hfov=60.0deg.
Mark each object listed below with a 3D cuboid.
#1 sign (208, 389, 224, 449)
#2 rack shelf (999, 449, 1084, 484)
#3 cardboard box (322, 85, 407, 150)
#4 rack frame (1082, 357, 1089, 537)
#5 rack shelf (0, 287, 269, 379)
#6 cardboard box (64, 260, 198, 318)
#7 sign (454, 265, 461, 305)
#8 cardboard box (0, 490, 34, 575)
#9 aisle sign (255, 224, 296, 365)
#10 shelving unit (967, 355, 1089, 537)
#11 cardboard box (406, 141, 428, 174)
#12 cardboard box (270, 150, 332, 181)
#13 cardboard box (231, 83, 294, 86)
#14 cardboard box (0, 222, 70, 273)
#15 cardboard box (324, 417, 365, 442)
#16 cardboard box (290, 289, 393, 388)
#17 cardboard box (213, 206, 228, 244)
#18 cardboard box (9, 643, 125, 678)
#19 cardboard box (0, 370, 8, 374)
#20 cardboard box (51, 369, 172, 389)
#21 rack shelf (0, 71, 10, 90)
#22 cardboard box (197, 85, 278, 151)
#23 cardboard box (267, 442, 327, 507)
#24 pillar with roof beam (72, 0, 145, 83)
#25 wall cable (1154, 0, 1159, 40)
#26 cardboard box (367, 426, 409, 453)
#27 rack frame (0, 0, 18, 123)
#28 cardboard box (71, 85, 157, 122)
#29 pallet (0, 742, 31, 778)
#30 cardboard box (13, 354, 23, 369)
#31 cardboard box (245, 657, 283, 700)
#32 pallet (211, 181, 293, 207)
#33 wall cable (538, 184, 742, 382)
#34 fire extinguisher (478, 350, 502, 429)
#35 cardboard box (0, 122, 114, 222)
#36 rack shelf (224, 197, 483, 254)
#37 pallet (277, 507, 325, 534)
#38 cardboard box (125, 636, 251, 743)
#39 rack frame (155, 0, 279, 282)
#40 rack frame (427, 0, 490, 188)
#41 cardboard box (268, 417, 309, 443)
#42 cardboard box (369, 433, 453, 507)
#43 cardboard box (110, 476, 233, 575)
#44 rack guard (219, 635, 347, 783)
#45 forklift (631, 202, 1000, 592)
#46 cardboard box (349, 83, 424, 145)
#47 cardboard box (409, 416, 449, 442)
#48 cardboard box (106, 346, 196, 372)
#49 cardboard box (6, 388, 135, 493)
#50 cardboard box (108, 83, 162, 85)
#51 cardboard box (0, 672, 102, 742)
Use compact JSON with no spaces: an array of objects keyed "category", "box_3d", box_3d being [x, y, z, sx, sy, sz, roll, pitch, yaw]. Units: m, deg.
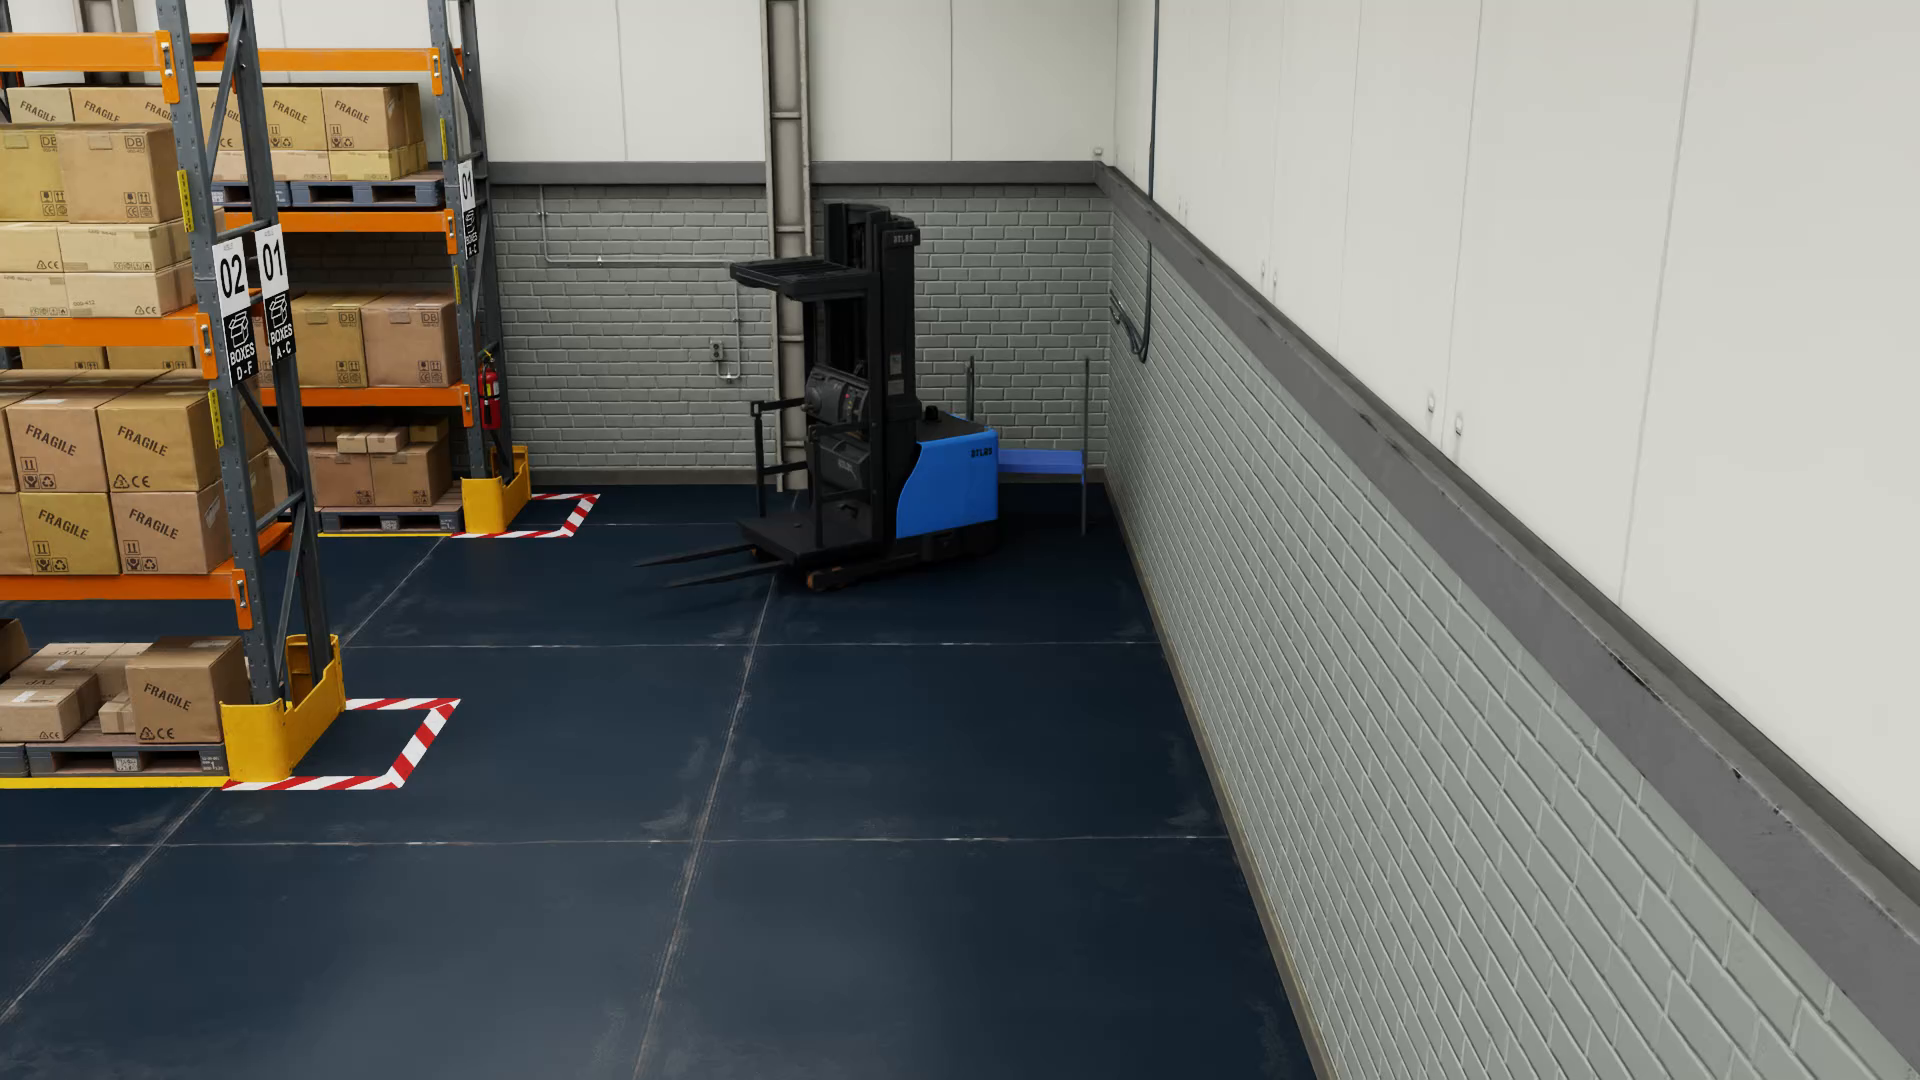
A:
[{"category":"sign","box_3d":[-4.181,-0.682,9.349,0.005,0.325,0.100,0,18,-1]},{"category":"rack shelf","box_3d":[0.598,-0.662,14.743,1.000,0.185,0.538,1,18,4]},{"category":"cardboard box","box_3d":[-4.979,-3.537,13.919,0.500,0.500,0.500,0,18,-1]},{"category":"rack frame","box_3d":[1.105,-0.821,14.653,0.032,1.500,0.500,1,18,4]},{"category":"rack shelf","box_3d":[-6.169,-1.225,9.724,4.000,0.370,1.077,0,18,-1]},{"category":"cardboard box","box_3d":[-4.679,-1.423,9.408,0.500,0.250,0.500,0,18,-1]},{"category":"sign","box_3d":[-4.257,-2.161,14.089,0.005,0.325,0.100,0,18,-1]},{"category":"cardboard box","box_3d":[-5.631,-0.107,9.808,0.500,0.500,0.500,0,18,0]},{"category":"aisle sign","box_3d":[-4.106,-1.477,9.986,0.004,0.787,0.394,0,18,-1]},{"category":"shelving unit","box_3d":[0.598,-0.833,14.689,1.048,1.500,0.538,1,18,4]},{"category":"cardboard box","box_3d":[-4.985,-3.338,14.527,0.500,0.250,0.500,1,18,2]},{"category":"cardboard box","box_3d":[-5.500,-3.179,14.031,0.500,0.250,0.500,-1,18,-3]},{"category":"cardboard box","box_3d":[-6.018,-3.691,14.399,0.500,0.500,0.500,0,18,-1]},{"category":"cardboard box","box_3d":[-5.179,-1.661,9.332,0.500,0.250,0.500,0,18,-1]},{"category":"cardboard box","box_3d":[-5.585,-1.005,15.112,0.250,0.149,0.380,0,18,0]},{"category":"cardboard box","box_3d":[-5.489,-1.793,14.734,0.700,0.700,0.980,0,18,-1]},{"category":"cardboard box","box_3d":[-4.687,-1.821,9.831,0.500,0.250,0.500,0,18,-1]},{"category":"cardboard box","box_3d":[-5.718,0.871,10.702,0.500,0.250,0.500,0,18,-1]},{"category":"cardboard box","box_3d":[-6.148,-0.743,10.152,0.500,0.500,0.500,0,18,-1]},{"category":"cardboard box","box_3d":[-5.140,-0.747,10.164,0.500,0.500,0.500,0,18,0]},{"category":"rack shelf","box_3d":[-10.251,-3.957,13.983,4.000,0.370,1.077,0,18,-1]},{"category":"cardboard box","box_3d":[-6.001,-3.533,13.906,0.500,0.500,0.500,-1,18,-3]},{"category":"cardboard box","box_3d":[-5.953,-0.633,15.015,0.500,0.500,0.700,-1,18,-3]},{"category":"pillar with roof beam","box_3d":[-7.497,-3.452,10.578,0.400,9.000,9.100,0,18,-1]},{"category":"wall cable","box_3d":[1.452,-4.537,10.774,0.112,2.526,3.097,0,18,-1]},{"category":"cardboard box","box_3d":[-5.075,-0.891,14.756,0.250,0.149,0.380,0,18,-2]},{"category":"rack frame","box_3d":[-8.251,-4.500,13.842,0.127,3.000,1.000,0,18,-1]},{"category":"cardboard box","box_3d":[-7.020,-3.527,13.887,0.500,0.500,0.500,-1,18,-2]},{"category":"pallet","box_3d":[-6.260,1.188,10.499,1.213,0.211,1.003,0,18,-1]},{"category":"cardboard box","box_3d":[-8.589,-1.592,14.978,0.250,0.149,0.380,-1,18,-3]},{"category":"cardboard box","box_3d":[-4.594,0.896,10.792,0.250,0.149,0.380,0,18,-1]},{"category":"pallet","box_3d":[-6.216,-3.035,14.332,1.213,0.211,1.003,0,18,-1]},{"category":"wall cable","box_3d":[-2.986,-2.441,15.583,1.851,1.984,0.084,0,18,-1]},{"category":"fire extinguisher","box_3d":[-4.093,-1.308,14.450,0.183,0.674,0.296,0,18,-1]},{"category":"cardboard box","box_3d":[-5.184,-2.117,9.526,0.500,0.500,0.700,0,18,-1]},{"category":"rack shelf","box_3d":[-6.251,-2.738,14.440,4.000,0.370,1.077,0,18,-1]},{"category":"pallet","box_3d":[-6.267,-0.302,15.143,1.213,0.211,1.003,0,18,-1]},{"category":"cardboard box","box_3d":[-4.709,0.909,10.174,0.500,0.500,0.500,0,18,-1]},{"category":"rack frame","box_3d":[-4.170,-3.006,9.186,0.127,3.000,1.000,0,18,-1]},{"category":"rack frame","box_3d":[-4.252,-4.519,13.902,0.127,3.000,1.000,0,18,-1]},{"category":"cardboard box","box_3d":[-6.096,-1.002,15.103,0.250,0.149,0.380,0,18,0]},{"category":"cardboard box","box_3d":[-4.950,-0.638,15.031,0.500,0.500,0.700,0,18,-1]},{"category":"cardboard box","box_3d":[-4.613,-0.112,9.821,0.500,0.500,0.500,0,18,1]},{"category":"rack guard","box_3d":[-4.246,1.041,10.483,0.348,0.500,1.175,0,18,-1]},{"category":"forklift","box_3d":[-1.172,-1.163,13.376,3.031,2.935,1.130,-11,21,-32]},{"category":"cardboard box","box_3d":[-4.985,-3.694,14.408,0.500,0.500,0.500,-1,18,-3]},{"category":"cardboard box","box_3d":[-4.828,-1.009,15.124,0.250,0.149,0.380,0,18,0]},{"category":"cardboard box","box_3d":[-6.978,-1.785,14.711,0.700,0.700,0.980,-1,18,-2]},{"category":"cardboard box","box_3d":[-5.115,-0.584,9.657,0.500,0.500,0.500,0,18,1]},{"category":"cardboard box","box_3d":[-7.040,-3.682,14.370,0.500,0.500,0.500,-1,18,-3]},{"category":"cardboard box","box_3d":[-5.660,1.024,10.227,0.500,0.250,0.500,0,18,-1]}]
